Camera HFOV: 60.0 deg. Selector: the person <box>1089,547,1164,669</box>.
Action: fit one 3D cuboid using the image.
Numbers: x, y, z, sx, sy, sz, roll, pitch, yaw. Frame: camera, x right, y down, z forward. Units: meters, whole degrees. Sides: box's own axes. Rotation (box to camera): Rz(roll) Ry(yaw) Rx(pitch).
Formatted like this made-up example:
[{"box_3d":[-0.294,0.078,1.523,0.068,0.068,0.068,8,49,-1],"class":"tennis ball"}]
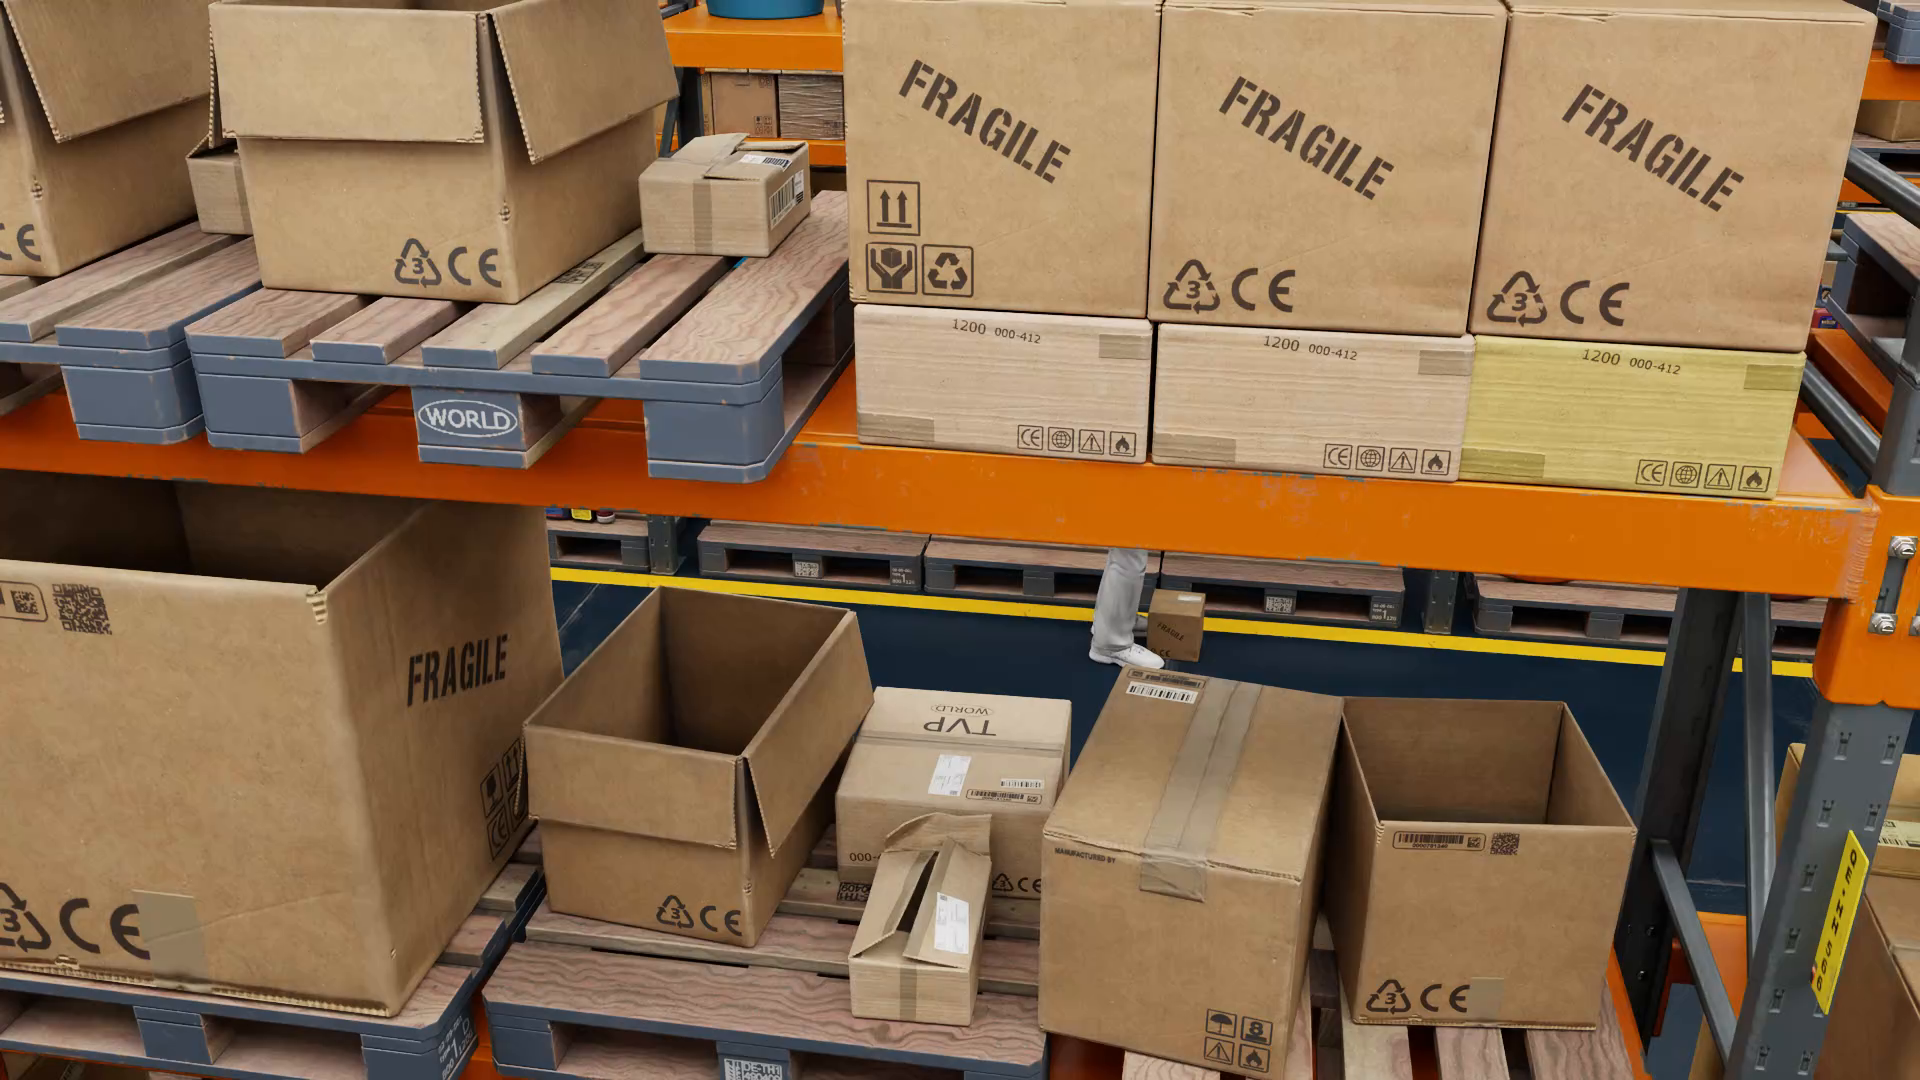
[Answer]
[{"box_3d":[0.800,-0.303,7.785,0.421,1.774,0.654,3,25,6],"class":"person"}]
